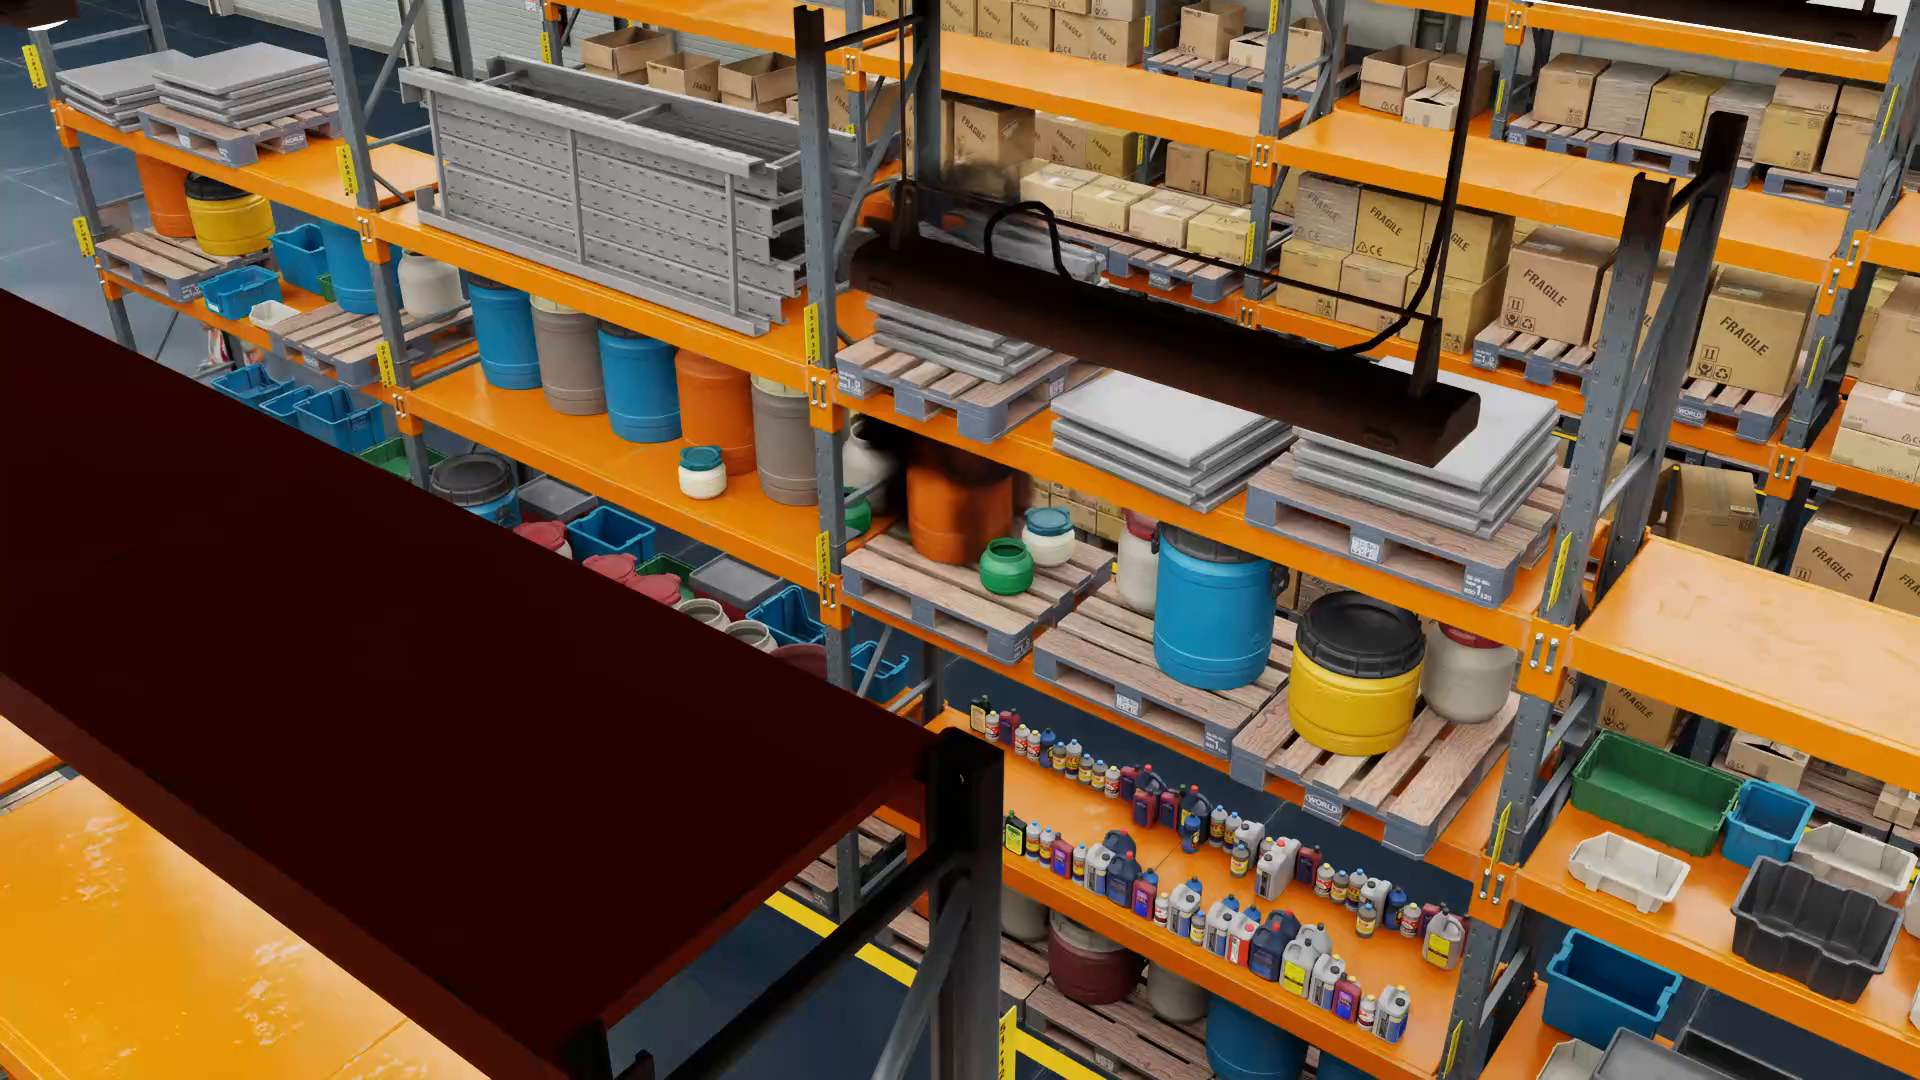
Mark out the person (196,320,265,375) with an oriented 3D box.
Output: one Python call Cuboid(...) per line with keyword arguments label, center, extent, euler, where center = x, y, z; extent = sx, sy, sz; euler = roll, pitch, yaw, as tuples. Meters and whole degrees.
Cuboid(label="person", center=(-6.897, -1.561, 16.161), extent=(0.925, 1.752, 0.673), euler=(-24, 39, -33))
